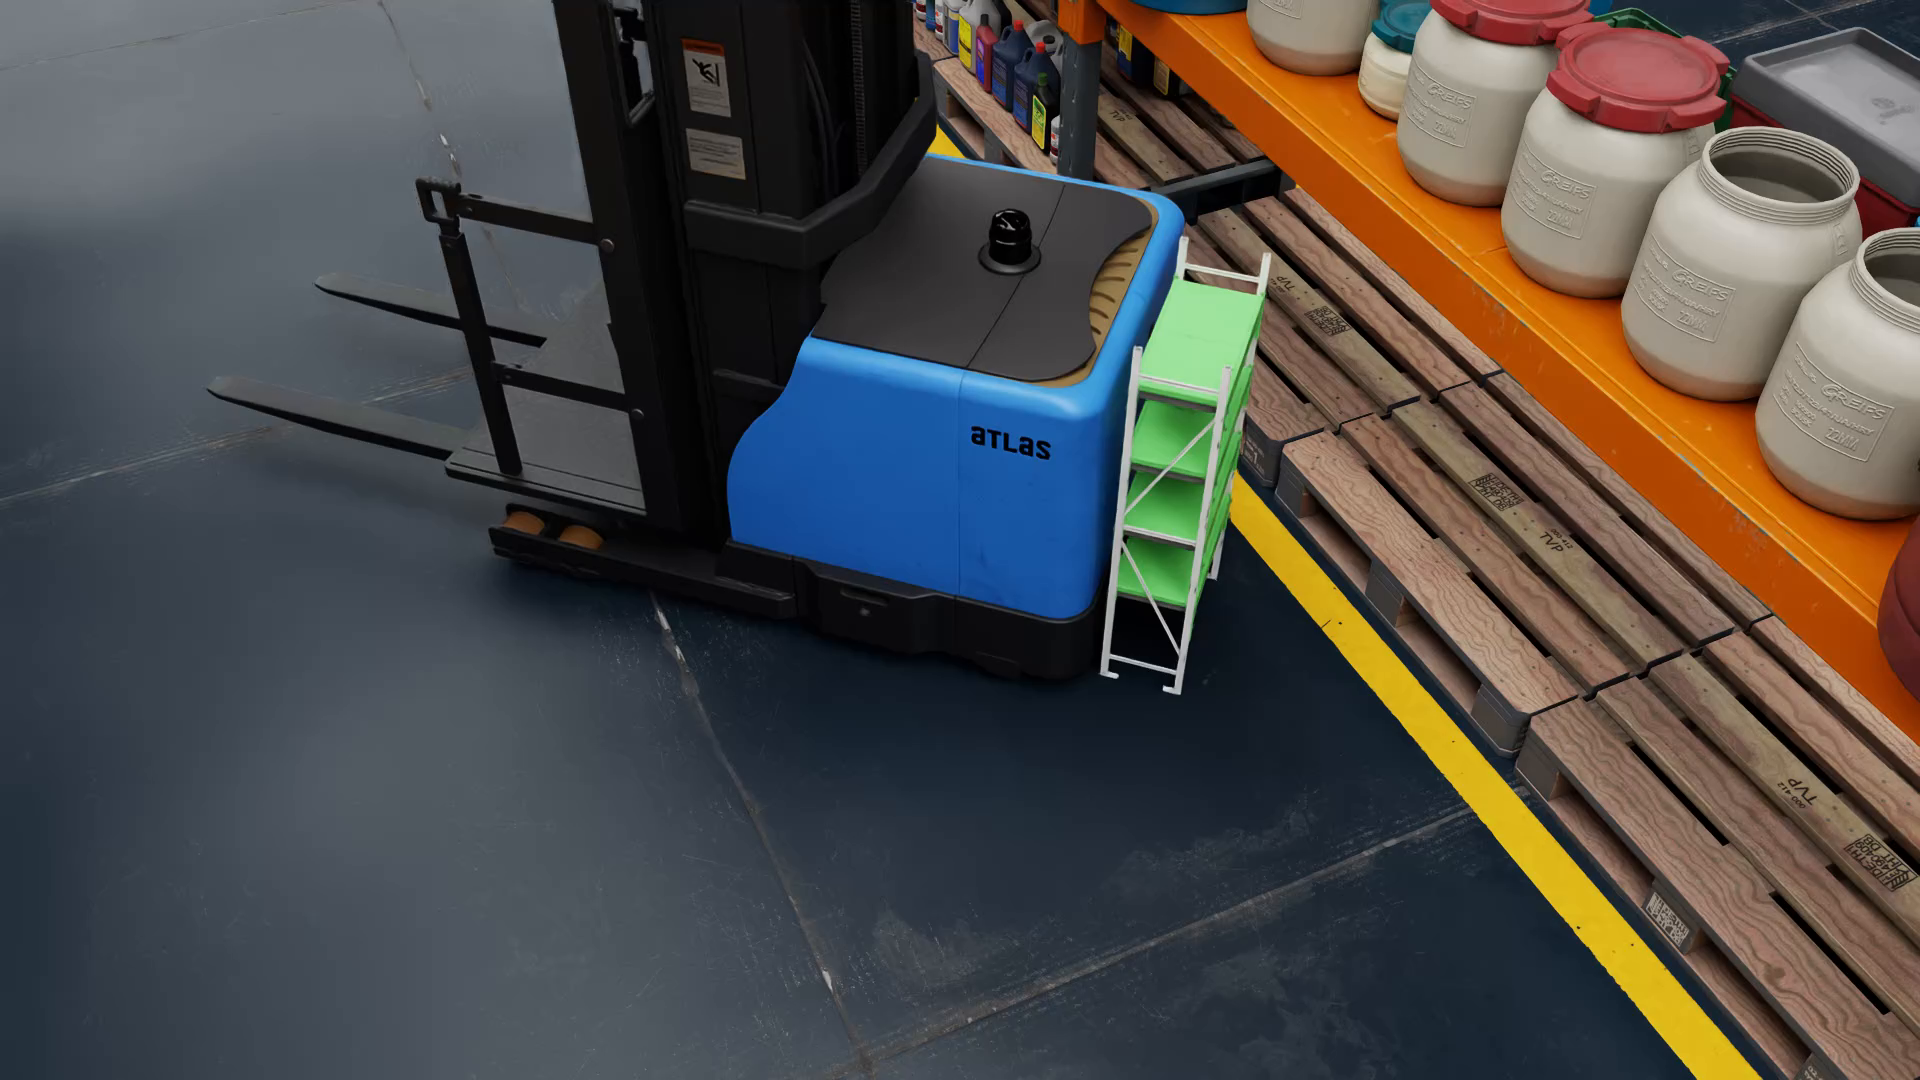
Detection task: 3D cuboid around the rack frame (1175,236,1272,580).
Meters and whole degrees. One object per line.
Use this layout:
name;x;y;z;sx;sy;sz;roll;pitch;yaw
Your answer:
rack frame;0.684;-0.335;4.734;0.240;1.200;0.015;14;46;13

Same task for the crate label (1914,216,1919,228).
crate label;2.340;-0.424;3.518;0.502;0.435;0.616;-18;47;-17

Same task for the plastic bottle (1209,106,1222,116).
plastic bottle;1.052;-1.805;6.622;0.097;0.201;0.097;0;45;0

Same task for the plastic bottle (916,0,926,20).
plastic bottle;-0.144;-2.364;7.189;0.097;0.201;0.097;0;45;0

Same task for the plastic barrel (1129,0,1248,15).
plastic barrel;0.718;-2.090;4.875;0.600;0.901;0.708;-18;47;-17

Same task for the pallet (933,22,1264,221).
pallet;0.586;-1.695;6.817;1.003;0.211;1.213;-18;47;-17

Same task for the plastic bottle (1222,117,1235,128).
plastic bottle;1.095;-1.765;6.532;0.097;0.271;0.097;0;45;0

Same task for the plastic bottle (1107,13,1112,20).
plastic bottle;0.691;-2.352;7.177;0.097;0.201;0.097;0;45;0

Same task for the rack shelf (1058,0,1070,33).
rack shelf;-0.010;-3.265;6.936;1.077;0.370;4.000;-18;47;-17

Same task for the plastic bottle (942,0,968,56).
plastic bottle;0.017;-2.192;6.962;0.152;0.276;0.135;-17;47;-17

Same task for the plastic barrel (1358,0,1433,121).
plastic barrel;1.248;-1.309;4.539;0.301;0.262;0.301;0;45;0

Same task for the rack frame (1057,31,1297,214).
rack frame;0.831;-2.247;5.392;1.000;3.000;0.127;-18;47;-17

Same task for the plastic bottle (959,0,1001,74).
plastic bottle;0.082;-2.114;6.830;0.144;0.351;0.185;-18;47;-18

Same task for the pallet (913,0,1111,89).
pallet;0.069;-2.473;7.606;1.003;0.211;1.213;-18;47;-17

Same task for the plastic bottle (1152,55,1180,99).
plastic bottle;0.837;-1.935;6.696;0.061;0.283;0.133;-18;47;-17

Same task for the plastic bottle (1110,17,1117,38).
plastic bottle;0.693;-2.272;7.047;0.097;0.271;0.097;0;45;0

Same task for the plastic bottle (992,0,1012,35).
plastic bottle;0.164;-2.137;6.901;0.061;0.283;0.133;-18;47;-17

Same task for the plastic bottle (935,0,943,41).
plastic bottle;-0.057;-2.233;7.056;0.097;0.201;0.097;0;45;0

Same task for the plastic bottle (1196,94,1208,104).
plastic bottle;1.009;-1.870;6.688;0.097;0.201;0.097;0;45;0

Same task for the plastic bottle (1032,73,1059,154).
plastic bottle;0.329;-1.646;6.403;0.061;0.283;0.133;-16;47;-15

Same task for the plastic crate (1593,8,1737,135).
plastic crate;1.819;-1.145;4.426;0.450;0.188;0.662;-18;47;-17

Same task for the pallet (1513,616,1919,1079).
pallet;2.222;0.790;4.300;1.003;0.211;1.213;-18;47;-17

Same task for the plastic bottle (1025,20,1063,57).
plastic bottle;0.342;-1.941;6.708;0.152;0.276;0.135;-18;47;-17

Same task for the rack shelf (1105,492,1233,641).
rack shelf;0.603;0.043;4.783;0.258;0.148;0.480;14;46;13

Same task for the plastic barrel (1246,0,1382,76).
plastic barrel;1.034;-1.621;4.660;0.433;0.535;0.433;0;45;0

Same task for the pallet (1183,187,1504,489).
pallet;1.196;-0.765;5.875;1.003;0.211;1.213;-18;47;-17

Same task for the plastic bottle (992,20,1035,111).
plastic bottle;0.218;-1.908;6.621;0.144;0.351;0.185;-20;48;-19

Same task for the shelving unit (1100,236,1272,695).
shelving unit;0.606;-0.173;4.569;0.258;1.200;0.503;14;46;13

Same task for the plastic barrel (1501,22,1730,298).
plastic barrel;1.525;-0.878;3.907;0.433;0.535;0.433;0;45;0

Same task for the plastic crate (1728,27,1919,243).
plastic crate;2.111;-0.841;3.921;0.402;0.464;0.583;-18;47;-17

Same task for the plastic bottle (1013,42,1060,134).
plastic bottle;0.299;-1.786;6.497;0.144;0.351;0.185;-19;48;-18

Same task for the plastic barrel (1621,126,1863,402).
plastic barrel;1.709;-0.599;3.641;0.421;0.512;0.421;0;45;0

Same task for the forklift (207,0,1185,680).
forklift;-0.924;-1.262;4.442;3.031;2.935;1.130;13;46;13

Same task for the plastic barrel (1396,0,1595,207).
plastic barrel;1.343;-1.153;4.186;0.433;0.535;0.433;0;45;0

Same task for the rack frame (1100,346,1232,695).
rack frame;0.528;-0.010;4.405;0.240;1.200;0.015;14;46;13

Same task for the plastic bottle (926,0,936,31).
plastic bottle;-0.100;-2.323;7.098;0.097;0.271;0.097;0;45;0

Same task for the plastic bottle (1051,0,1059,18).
plastic bottle;0.486;-2.402;7.175;0.152;0.276;0.135;-18;47;-17

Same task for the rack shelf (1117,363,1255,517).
rack shelf;0.607;-0.298;4.445;0.258;0.148;0.480;14;46;13

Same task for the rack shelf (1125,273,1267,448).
rack shelf;0.609;-0.468;4.276;0.258;0.148;0.480;14;46;13

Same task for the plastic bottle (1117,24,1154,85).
plastic bottle;0.737;-2.055;6.770;0.144;0.351;0.185;-18;47;-17

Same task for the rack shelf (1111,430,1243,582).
rack shelf;0.605;-0.127;4.614;0.258;0.148;0.480;14;46;13

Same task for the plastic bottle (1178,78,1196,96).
plastic bottle;0.934;-1.965;6.731;0.152;0.276;0.135;-16;47;-16

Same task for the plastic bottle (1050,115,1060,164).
plastic bottle;0.396;-1.547;6.361;0.097;0.201;0.097;0;45;0

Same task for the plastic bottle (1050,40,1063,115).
plastic bottle;0.429;-1.828;6.540;0.144;0.351;0.185;-18;47;-17

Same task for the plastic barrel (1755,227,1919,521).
plastic barrel;1.886;-0.330;3.369;0.421;0.512;0.421;0;45;0

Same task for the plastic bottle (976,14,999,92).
plastic bottle;0.112;-1.976;6.737;0.061;0.283;0.133;-15;47;-15

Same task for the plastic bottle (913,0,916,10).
plastic bottle;-0.185;-2.452;7.228;0.097;0.271;0.097;0;45;0

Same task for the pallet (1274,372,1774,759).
pallet;1.713;0.013;5.086;1.003;0.211;1.213;-18;47;-17

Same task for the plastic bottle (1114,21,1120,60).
plastic bottle;0.697;-2.126;6.898;0.097;0.271;0.097;0;45;0

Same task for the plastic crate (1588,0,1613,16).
plastic crate;1.577;-1.630;4.778;0.392;0.384;0.575;-18;47;-17

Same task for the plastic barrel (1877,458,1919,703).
plastic barrel;2.043;0.047;2.969;0.600;0.536;0.708;-18;47;-17

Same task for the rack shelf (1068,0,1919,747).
rack shelf;1.672;-0.716;4.353;1.077;0.370;4.000;-18;47;-17
